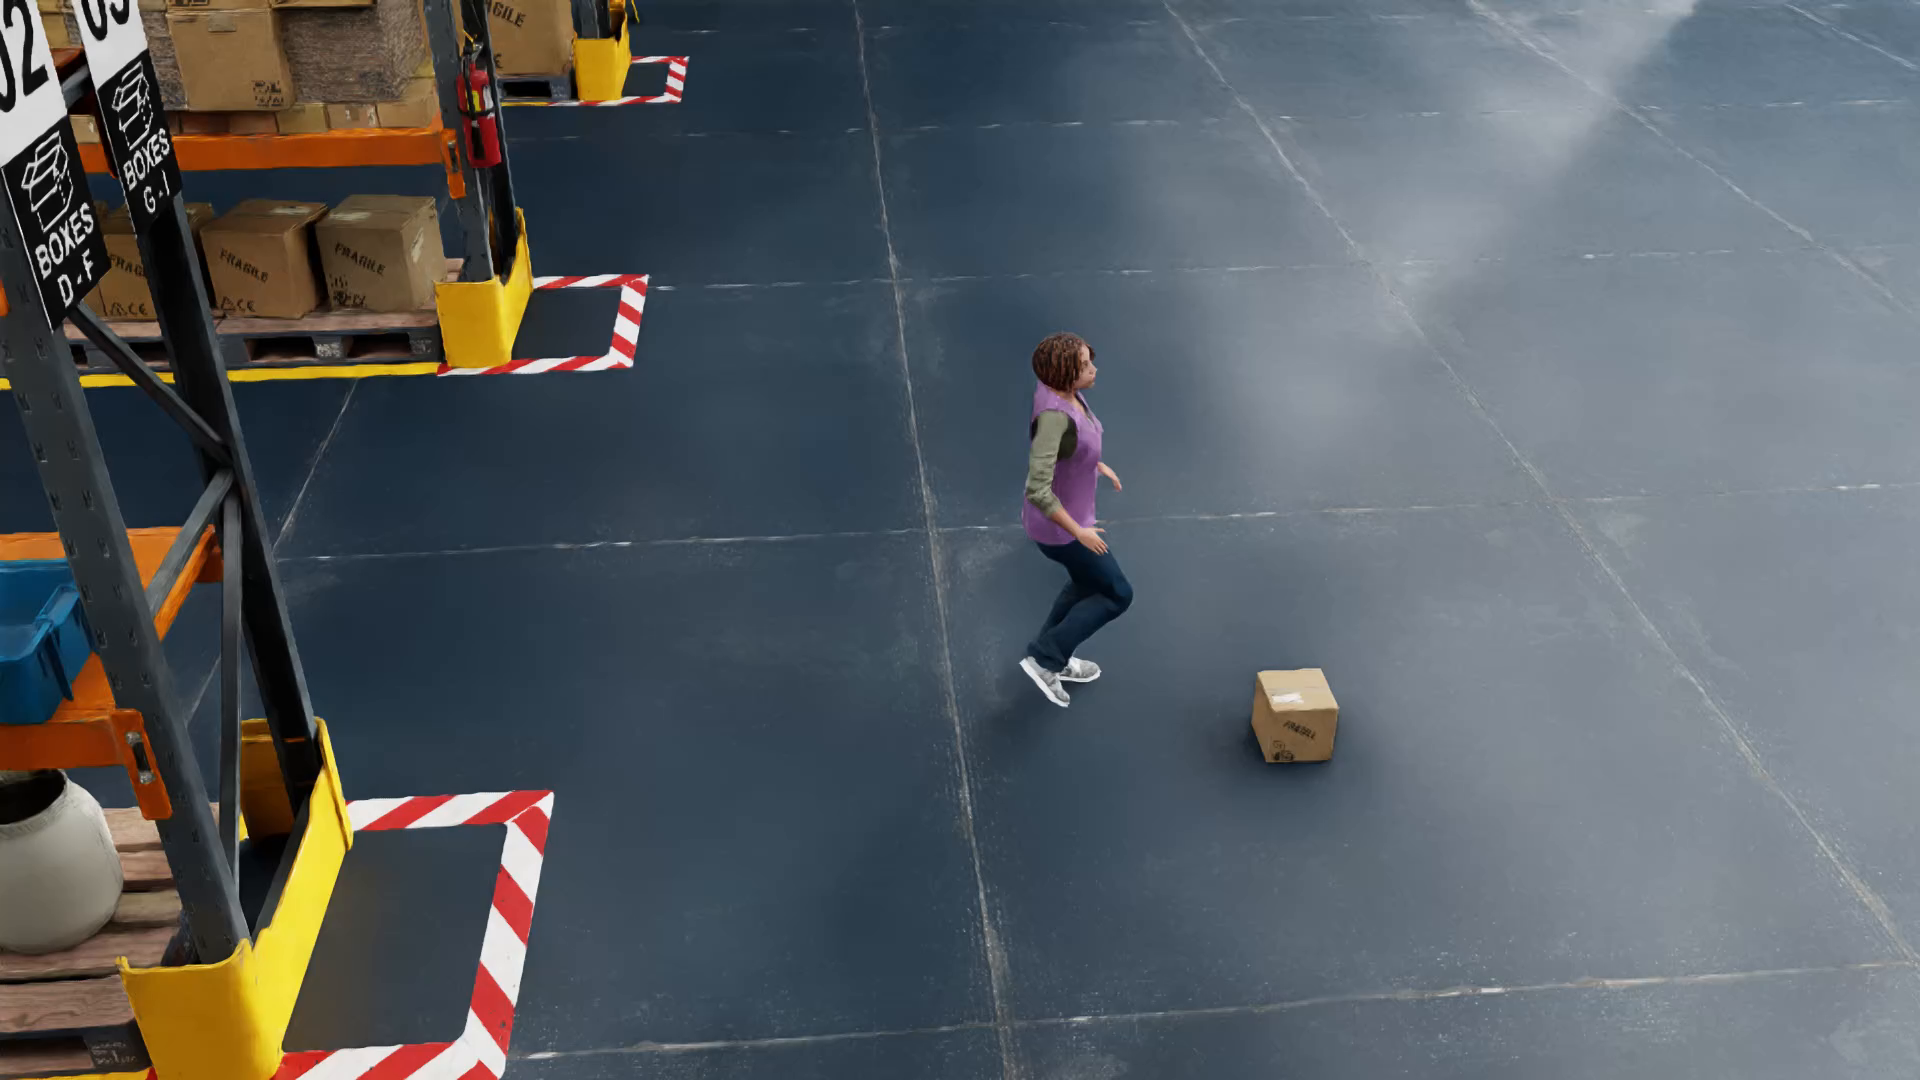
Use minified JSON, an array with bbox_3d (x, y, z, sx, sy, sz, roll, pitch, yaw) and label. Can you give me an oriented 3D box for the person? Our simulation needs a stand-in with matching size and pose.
[{"bbox_3d":[0.441,-0.079,6.302,0.433,1.572,0.600,-1,32,-2],"label":"person"}]
